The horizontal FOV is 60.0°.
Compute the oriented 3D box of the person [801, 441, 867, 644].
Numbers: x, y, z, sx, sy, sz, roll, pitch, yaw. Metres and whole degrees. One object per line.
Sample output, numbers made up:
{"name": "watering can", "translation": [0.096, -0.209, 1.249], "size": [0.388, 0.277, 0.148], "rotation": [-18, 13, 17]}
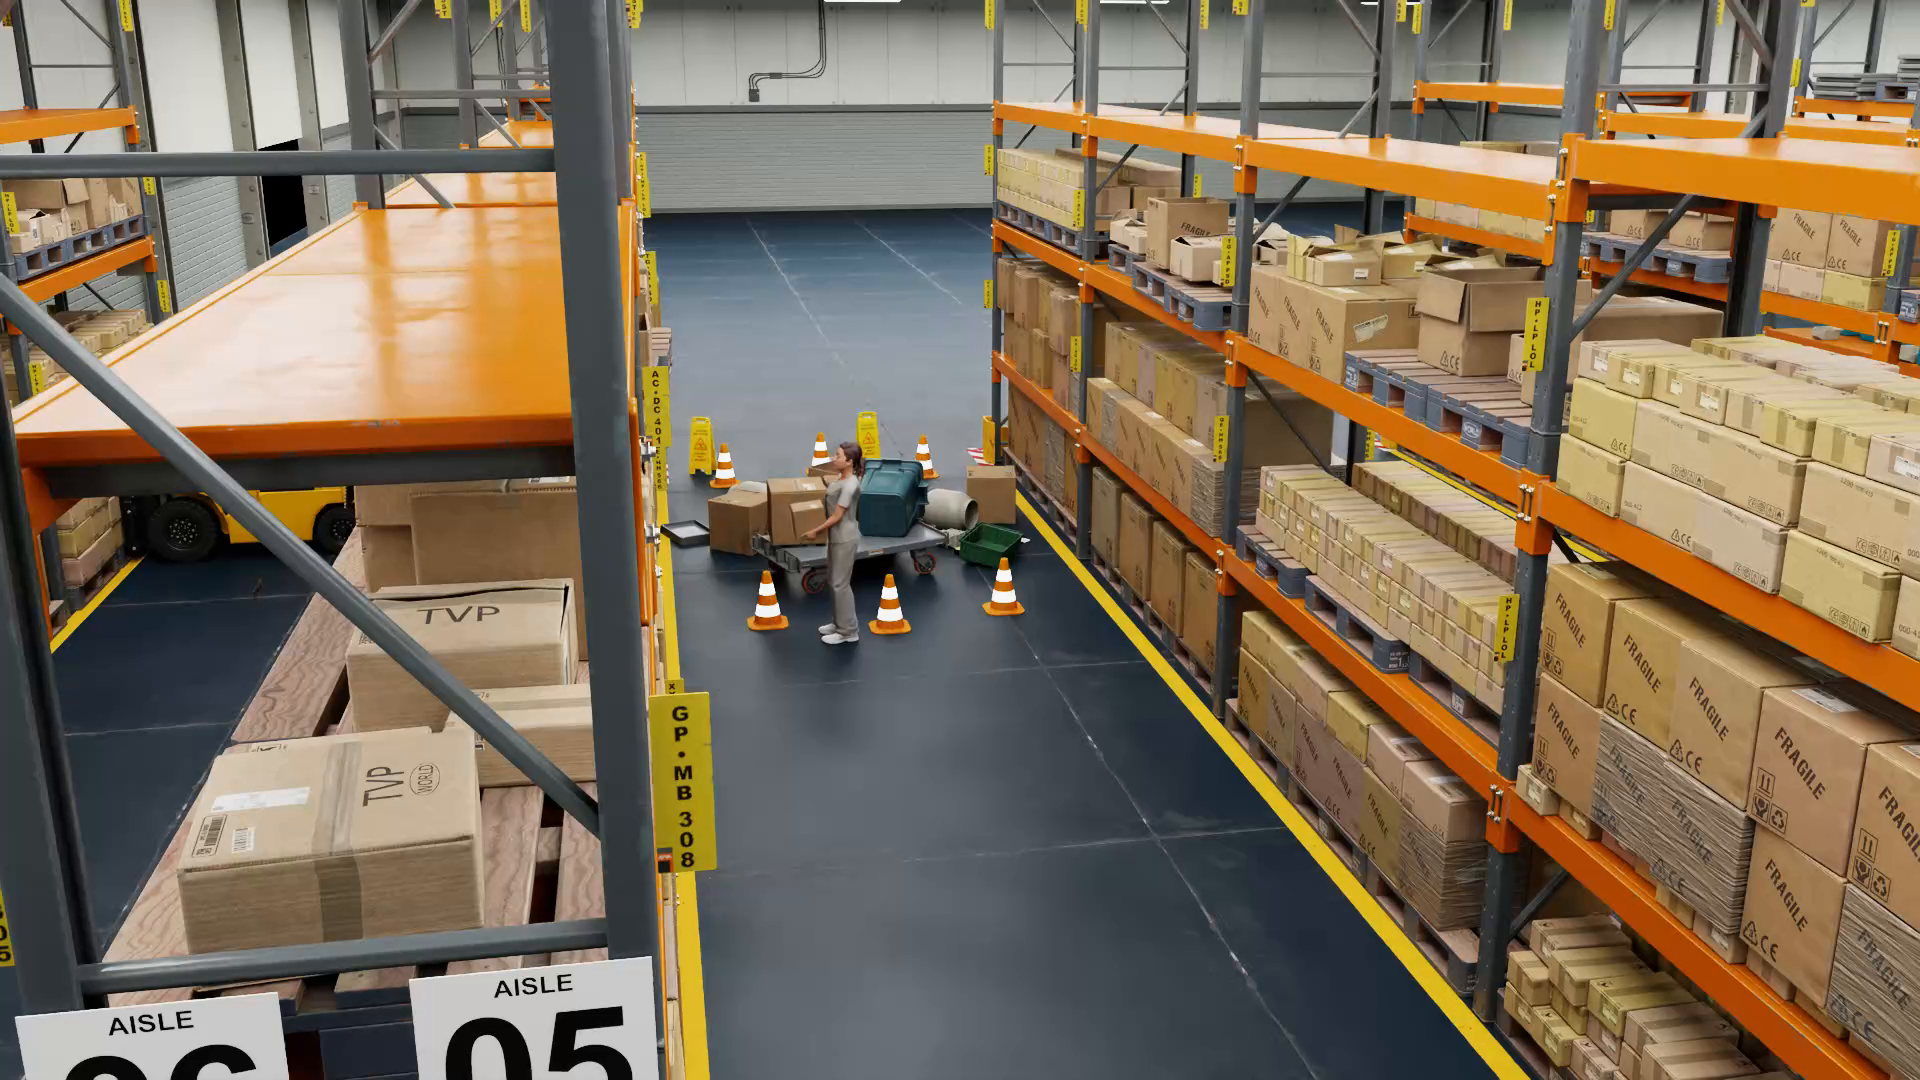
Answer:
{"name": "person", "translation": [-1.025, 0.017, 13.515], "size": [0.559, 1.654, 0.439], "rotation": [-3, 17, -10]}
